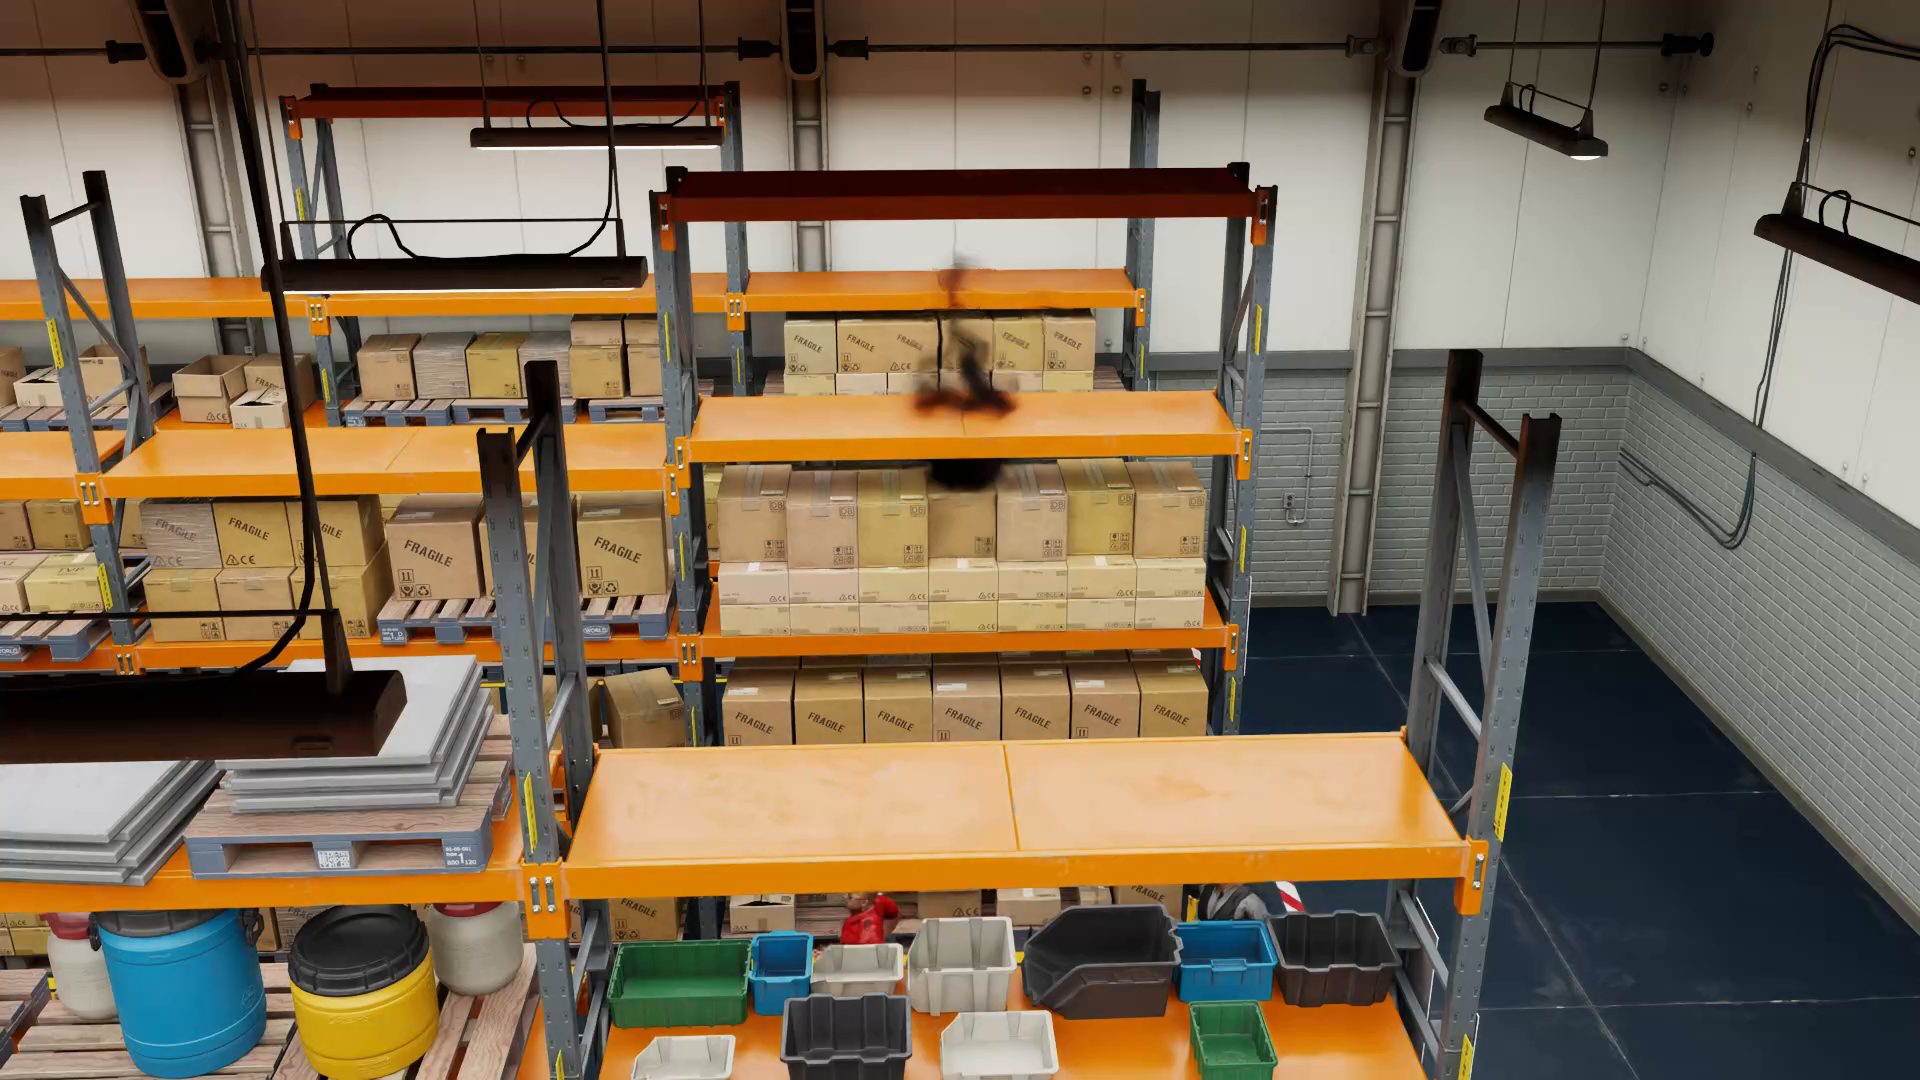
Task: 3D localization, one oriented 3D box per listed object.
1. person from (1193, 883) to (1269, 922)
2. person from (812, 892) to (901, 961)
[{"bbox_3d":[1.863,2.955,11.691,0.553,1.688,0.691,-17,27,-35],"label":"person"},{"bbox_3d":[-0.605,3.035,11.326,0.951,1.712,0.664,-3,22,-6],"label":"person"}]
